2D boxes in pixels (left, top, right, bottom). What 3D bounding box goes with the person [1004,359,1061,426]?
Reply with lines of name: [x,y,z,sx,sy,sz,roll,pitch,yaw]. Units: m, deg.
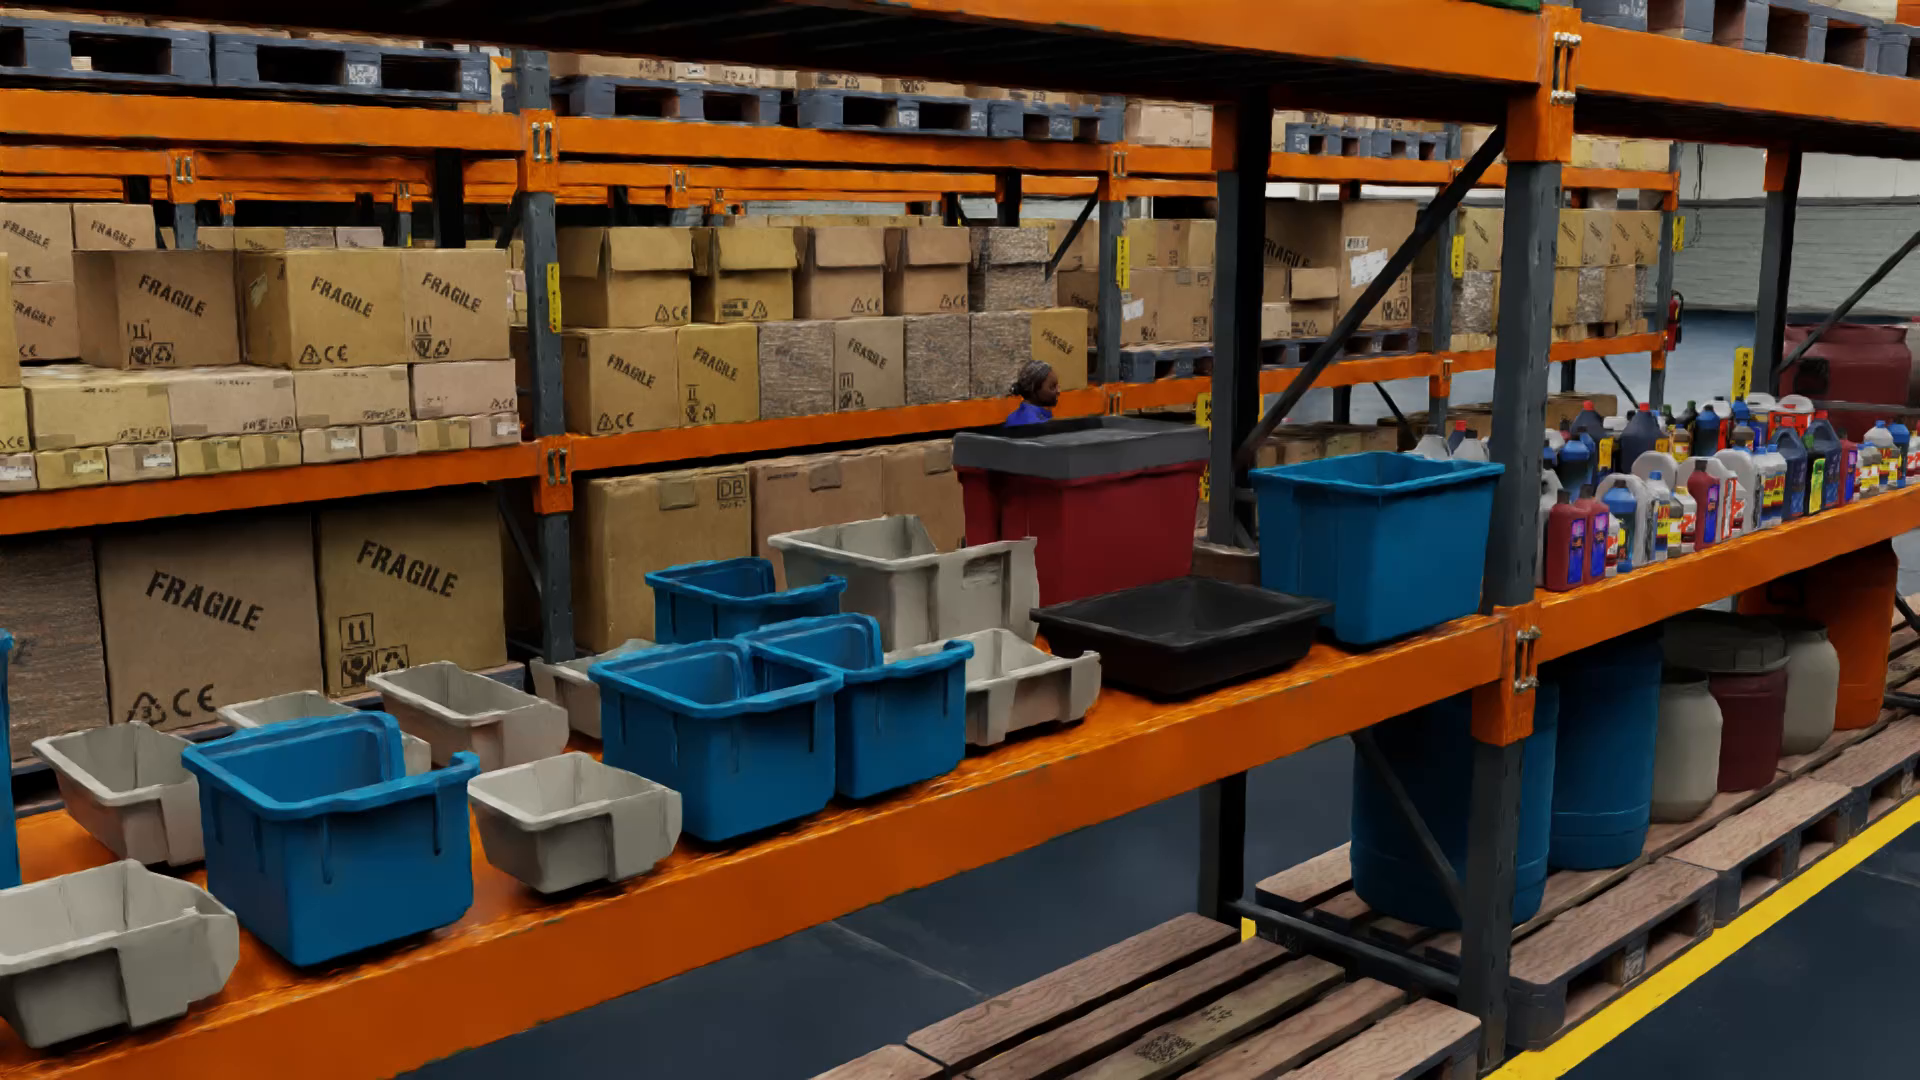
person: [0.444,-0.084,8.364,0.456,1.657,0.504,-4,11,-21]
